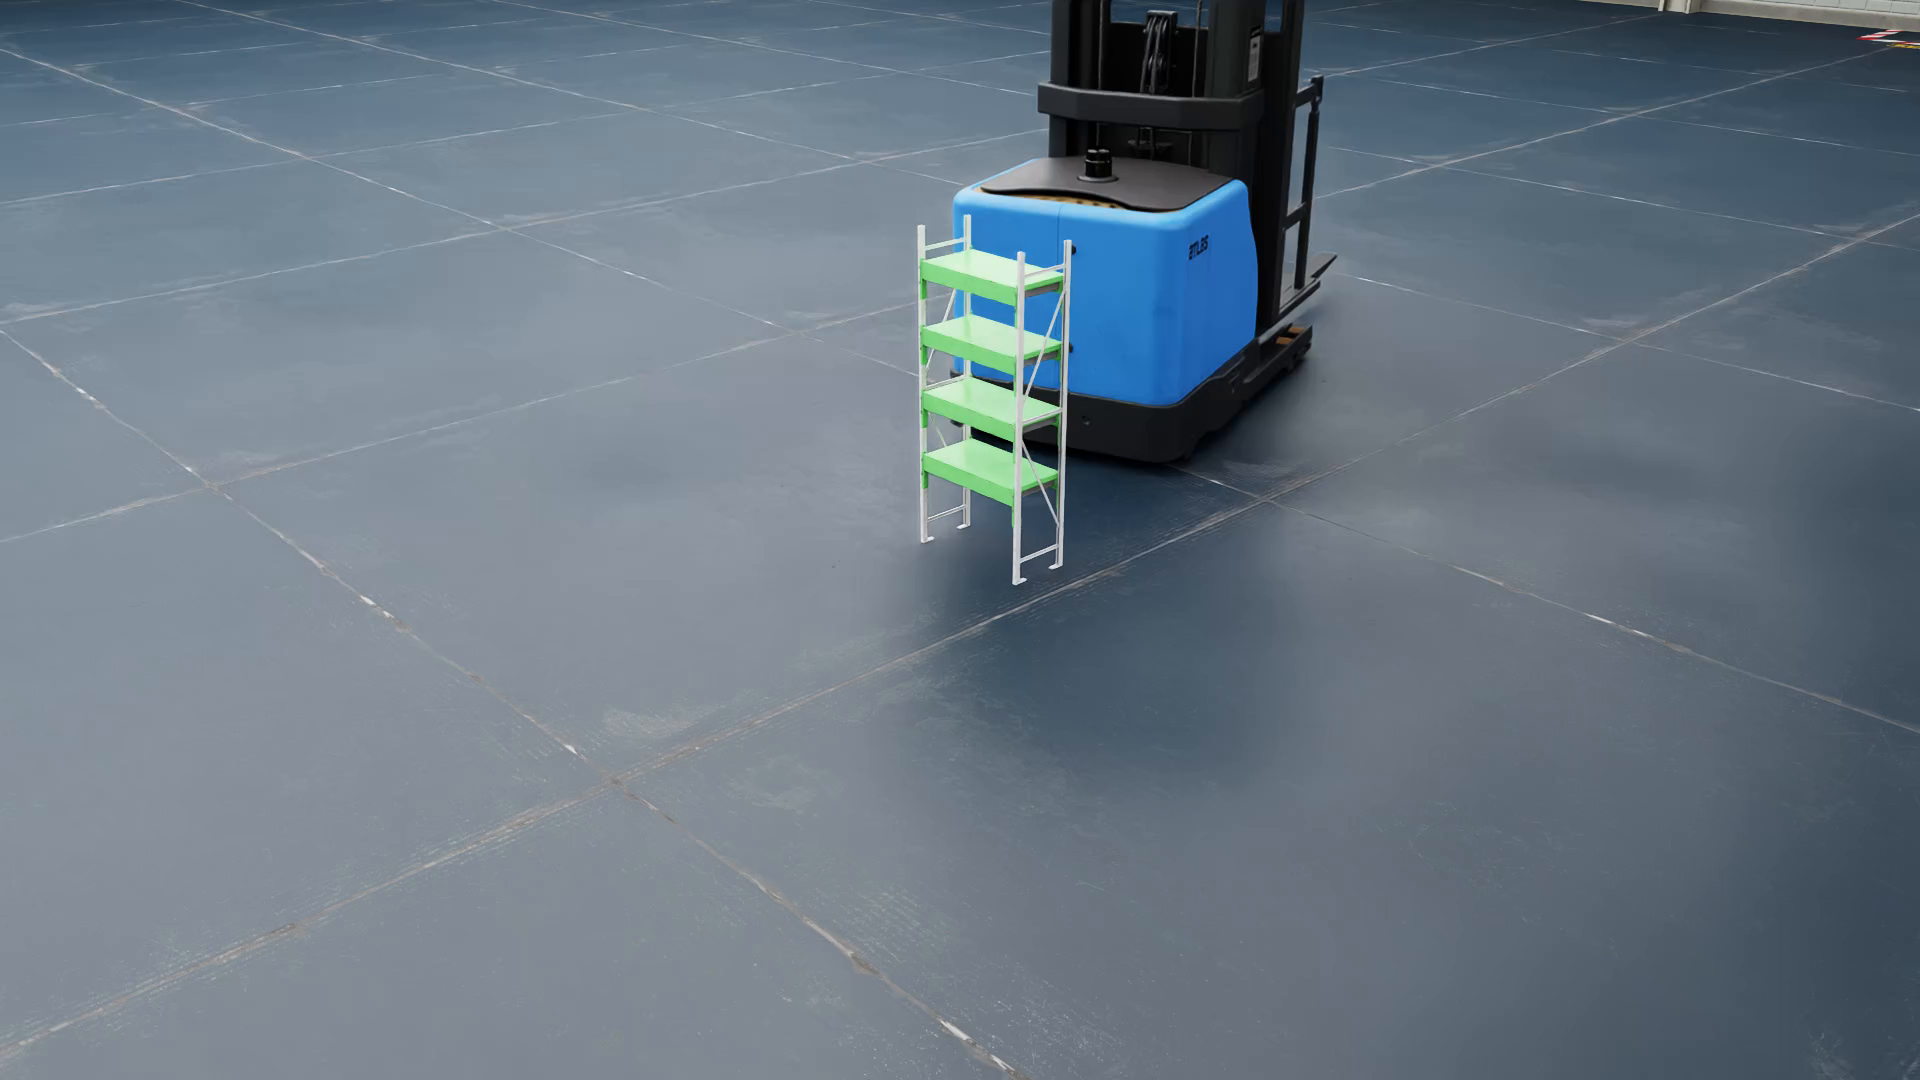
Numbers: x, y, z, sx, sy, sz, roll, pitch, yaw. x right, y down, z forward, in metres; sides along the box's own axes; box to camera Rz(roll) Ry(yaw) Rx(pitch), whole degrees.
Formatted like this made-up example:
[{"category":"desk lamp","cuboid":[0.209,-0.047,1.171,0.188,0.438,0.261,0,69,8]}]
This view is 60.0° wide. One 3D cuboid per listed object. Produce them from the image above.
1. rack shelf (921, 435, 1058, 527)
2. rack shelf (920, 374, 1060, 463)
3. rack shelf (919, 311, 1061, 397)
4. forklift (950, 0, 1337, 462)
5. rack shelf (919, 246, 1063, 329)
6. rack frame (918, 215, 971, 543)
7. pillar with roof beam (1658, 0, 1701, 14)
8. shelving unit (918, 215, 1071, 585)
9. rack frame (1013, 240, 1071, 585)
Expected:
[{"category":"rack shelf","cuboid":[0.113,-0.219,6.017,0.258,0.148,0.480,-21,32,-38]},{"category":"rack shelf","cuboid":[0.113,-0.438,5.918,0.258,0.148,0.480,-21,32,-38]},{"category":"rack shelf","cuboid":[0.113,-0.656,5.818,0.258,0.148,0.480,-21,32,-38]},{"category":"forklift","cuboid":[1.084,-2.225,7.595,1.130,2.935,3.031,12,27,25]},{"category":"rack shelf","cuboid":[0.113,-0.874,5.718,0.258,0.148,0.480,-21,32,-38]},{"category":"rack frame","cuboid":[-0.054,-0.570,6.053,0.240,1.200,0.015,-21,32,-38]},{"category":"pillar with roof beam","cuboid":[5.787,-9.442,16.104,9.100,9.000,0.400,-21,32,-38]},{"category":"shelving unit","cuboid":[0.113,-0.496,5.891,0.258,1.200,0.503,-21,32,-38]},{"category":"rack frame","cuboid":[0.280,-0.422,5.729,0.240,1.200,0.015,-21,32,-38]}]
